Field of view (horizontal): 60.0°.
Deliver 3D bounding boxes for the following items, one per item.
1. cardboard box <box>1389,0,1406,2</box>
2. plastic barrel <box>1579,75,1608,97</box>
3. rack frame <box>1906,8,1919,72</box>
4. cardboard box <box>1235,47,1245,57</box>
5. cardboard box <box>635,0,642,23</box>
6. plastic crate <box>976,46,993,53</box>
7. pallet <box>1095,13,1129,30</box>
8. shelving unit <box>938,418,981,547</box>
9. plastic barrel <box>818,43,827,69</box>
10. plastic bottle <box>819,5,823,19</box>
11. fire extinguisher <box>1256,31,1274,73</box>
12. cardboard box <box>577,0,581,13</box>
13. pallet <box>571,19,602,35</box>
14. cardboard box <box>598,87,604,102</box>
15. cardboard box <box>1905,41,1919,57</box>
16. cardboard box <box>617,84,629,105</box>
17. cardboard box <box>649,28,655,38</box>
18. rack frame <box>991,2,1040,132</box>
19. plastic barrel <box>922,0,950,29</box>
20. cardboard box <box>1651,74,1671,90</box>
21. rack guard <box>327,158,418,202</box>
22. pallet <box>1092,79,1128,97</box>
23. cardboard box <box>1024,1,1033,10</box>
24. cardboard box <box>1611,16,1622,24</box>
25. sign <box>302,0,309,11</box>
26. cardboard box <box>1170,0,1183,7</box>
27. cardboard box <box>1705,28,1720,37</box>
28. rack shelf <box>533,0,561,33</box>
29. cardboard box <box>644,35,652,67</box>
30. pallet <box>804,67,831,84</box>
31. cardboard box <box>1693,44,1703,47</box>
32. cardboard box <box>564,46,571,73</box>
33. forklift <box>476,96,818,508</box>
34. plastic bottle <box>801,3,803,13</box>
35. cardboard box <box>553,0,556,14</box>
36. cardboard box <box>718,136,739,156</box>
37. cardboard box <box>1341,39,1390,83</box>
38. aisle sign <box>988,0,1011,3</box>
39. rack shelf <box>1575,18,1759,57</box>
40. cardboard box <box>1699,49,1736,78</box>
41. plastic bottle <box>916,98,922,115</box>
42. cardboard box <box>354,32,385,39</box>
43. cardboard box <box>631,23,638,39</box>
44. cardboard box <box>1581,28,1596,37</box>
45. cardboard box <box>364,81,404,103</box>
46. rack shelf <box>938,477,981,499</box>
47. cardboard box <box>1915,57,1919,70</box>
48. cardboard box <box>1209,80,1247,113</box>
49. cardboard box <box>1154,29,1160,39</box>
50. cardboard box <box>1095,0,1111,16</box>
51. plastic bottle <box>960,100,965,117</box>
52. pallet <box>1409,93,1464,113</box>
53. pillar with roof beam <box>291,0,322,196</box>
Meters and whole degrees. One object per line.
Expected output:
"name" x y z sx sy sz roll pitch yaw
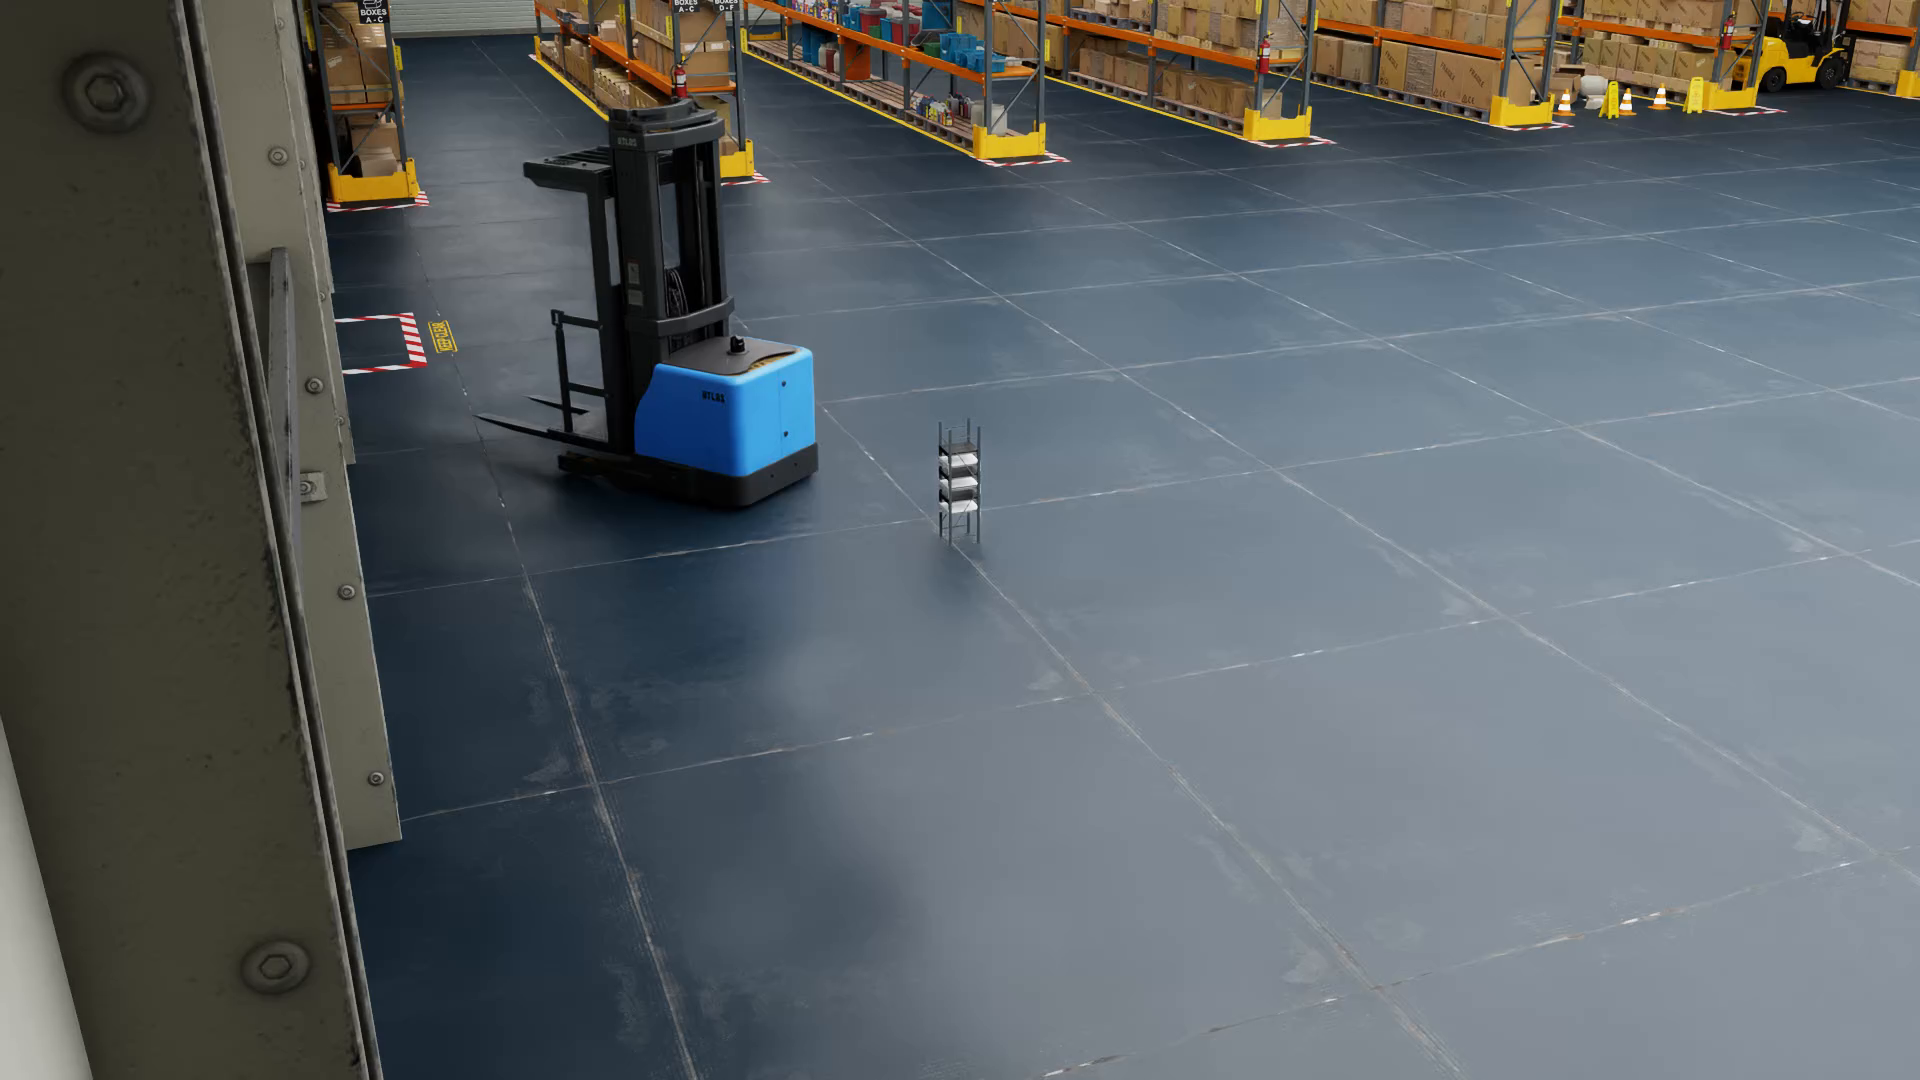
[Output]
"cardboard box" 8.867 -10.855 32.559 0.875 0.550 0.550 -8 24 -19
"plastic barrel" 12.631 -9.045 33.166 0.512 0.421 0.421 8 24 18
"rack frame" 19.419 -10.372 32.997 1.000 3.000 0.127 -8 24 -19
"cardboard box" 4.988 -8.464 28.793 0.380 0.149 0.250 -8 24 -19
"cardboard box" -5.013 -8.909 27.726 0.700 0.500 0.500 -8 24 -19
"plastic crate" 0.270 -8.427 28.721 0.530 0.136 0.437 -8 24 -19
"pallet" 3.417 -10.435 33.392 1.003 0.211 1.213 -8 24 -19
"shelving unit" -0.003 -0.418 12.082 0.258 0.900 0.210 -8 24 -19
"plastic barrel" -2.825 -10.383 35.685 0.421 0.512 0.421 0 23 0
"plastic bottle" -2.900 -11.007 34.654 0.061 0.283 0.133 -8 24 -19
"fire extinguisher" 5.115 -8.189 27.918 0.296 0.674 0.183 -8 24 -19
"cardboard box" -7.320 -10.938 33.671 0.700 0.500 0.500 -15 27 -32
"pallet" -6.894 -10.027 32.425 1.213 0.211 1.003 -8 24 -19
"cardboard box" -6.501 -8.392 31.299 0.500 0.250 0.500 -9 24 -20
"cardboard box" 19.426 -9.960 33.731 0.500 0.250 0.500 -9 24 -20
"cardboard box" -5.777 -7.906 29.424 0.500 0.311 0.500 -8 24 -18
"cardboard box" -4.803 -8.179 26.828 0.380 0.149 0.250 -9 25 -21
"rack frame" 0.875 -7.651 26.540 0.949 2.616 0.053 -8 24 -19
"plastic barrel" -0.394 -9.517 30.322 0.600 0.901 0.708 -8 24 -19
"cardboard box" 14.064 -9.062 32.888 0.500 0.250 0.500 -8 24 -19
"rack guard" -8.423 -5.167 23.865 1.175 0.500 0.348 -8 24 -19
"pallet" 3.382 -9.225 33.866 1.003 0.211 1.213 -8 24 -19
"cardboard box" 1.738 -11.983 36.691 0.500 0.500 0.500 -8 24 -18
"cardboard box" 13.490 -10.597 33.854 0.380 0.149 0.250 -8 24 -17
"sign" -11.740 -9.654 29.802 0.100 0.325 0.005 -8 24 -19
"cardboard box" 4.192 -10.047 30.427 0.500 0.500 0.500 -8 24 -19
"cardboard box" 14.445 -9.680 31.679 0.380 0.149 0.250 -8 24 -17
"rack shelf" -8.709 -11.728 37.139 1.077 0.370 4.000 -8 24 -19
"cardboard box" -4.821 -8.120 27.526 0.700 0.500 0.500 -9 24 -20
"pallet" -2.699 -9.996 35.693 1.003 0.211 1.213 -8 24 -19
"cardboard box" 17.277 -11.669 38.590 0.875 0.625 0.625 -9 25 -21
"cardboard box" -8.059 -10.174 35.179 0.500 0.500 0.500 -9 25 -21
"forklift" -2.667 -2.006 13.235 3.031 2.935 1.130 13 26 29
"plastic bottle" -3.381 -11.484 35.891 0.097 0.201 0.097 0 23 0
"cardboard box" -8.419 -11.525 35.603 0.500 0.500 0.500 -8 24 -18
"cardboard box" -3.744 -6.124 25.917 0.500 0.250 0.500 -8 24 -19
"cardboard box" 8.465 -9.797 33.989 1.050 0.750 0.750 -8 24 -19
"aisle sign" 0.620 -8.781 25.875 0.394 0.787 0.004 -8 24 -19
"rack shelf" 14.070 -10.085 33.241 1.077 0.370 4.000 -8 24 -19
"cardboard box" 14.742 -9.301 32.490 0.500 0.500 0.500 -9 25 -21
"plastic bottle" -0.699 -7.762 29.744 0.152 0.276 0.135 -7 24 -17
"cardboard box" -8.819 -7.347 25.021 0.500 0.500 0.500 -8 24 -17
"cardboard box" -5.618 -8.944 29.480 0.500 0.500 0.500 -7 24 -15
"cardboard box" 15.888 -12.818 41.477 0.500 0.500 0.500 -7 24 -17
"cardboard box" -8.271 -6.452 23.863 0.500 0.250 0.500 -9 25 -21
"rack shelf" -0.003 -0.387 12.095 0.258 0.077 0.200 -8 24 -19
"cardboard box" 19.447 -9.728 33.825 0.500 0.250 0.500 -8 24 -18
"cardboard box" 4.854 -8.043 30.149 0.500 0.500 0.500 -6 24 -14
"cardboard box" 3.887 -9.548 31.365 0.380 0.149 0.250 -8 24 -19
"cardboard box" 3.057 -10.721 33.476 0.500 0.250 0.500 -9 24 -20
"plastic bottle" 0.051 -7.650 29.469 0.061 0.283 0.133 -8 24 -19
"pallet" 9.399 -8.411 31.934 1.003 0.211 1.213 -8 24 -19
"pillar with roof beam" -5.425 -9.782 23.872 9.100 9.000 0.400 -8 24 -19
